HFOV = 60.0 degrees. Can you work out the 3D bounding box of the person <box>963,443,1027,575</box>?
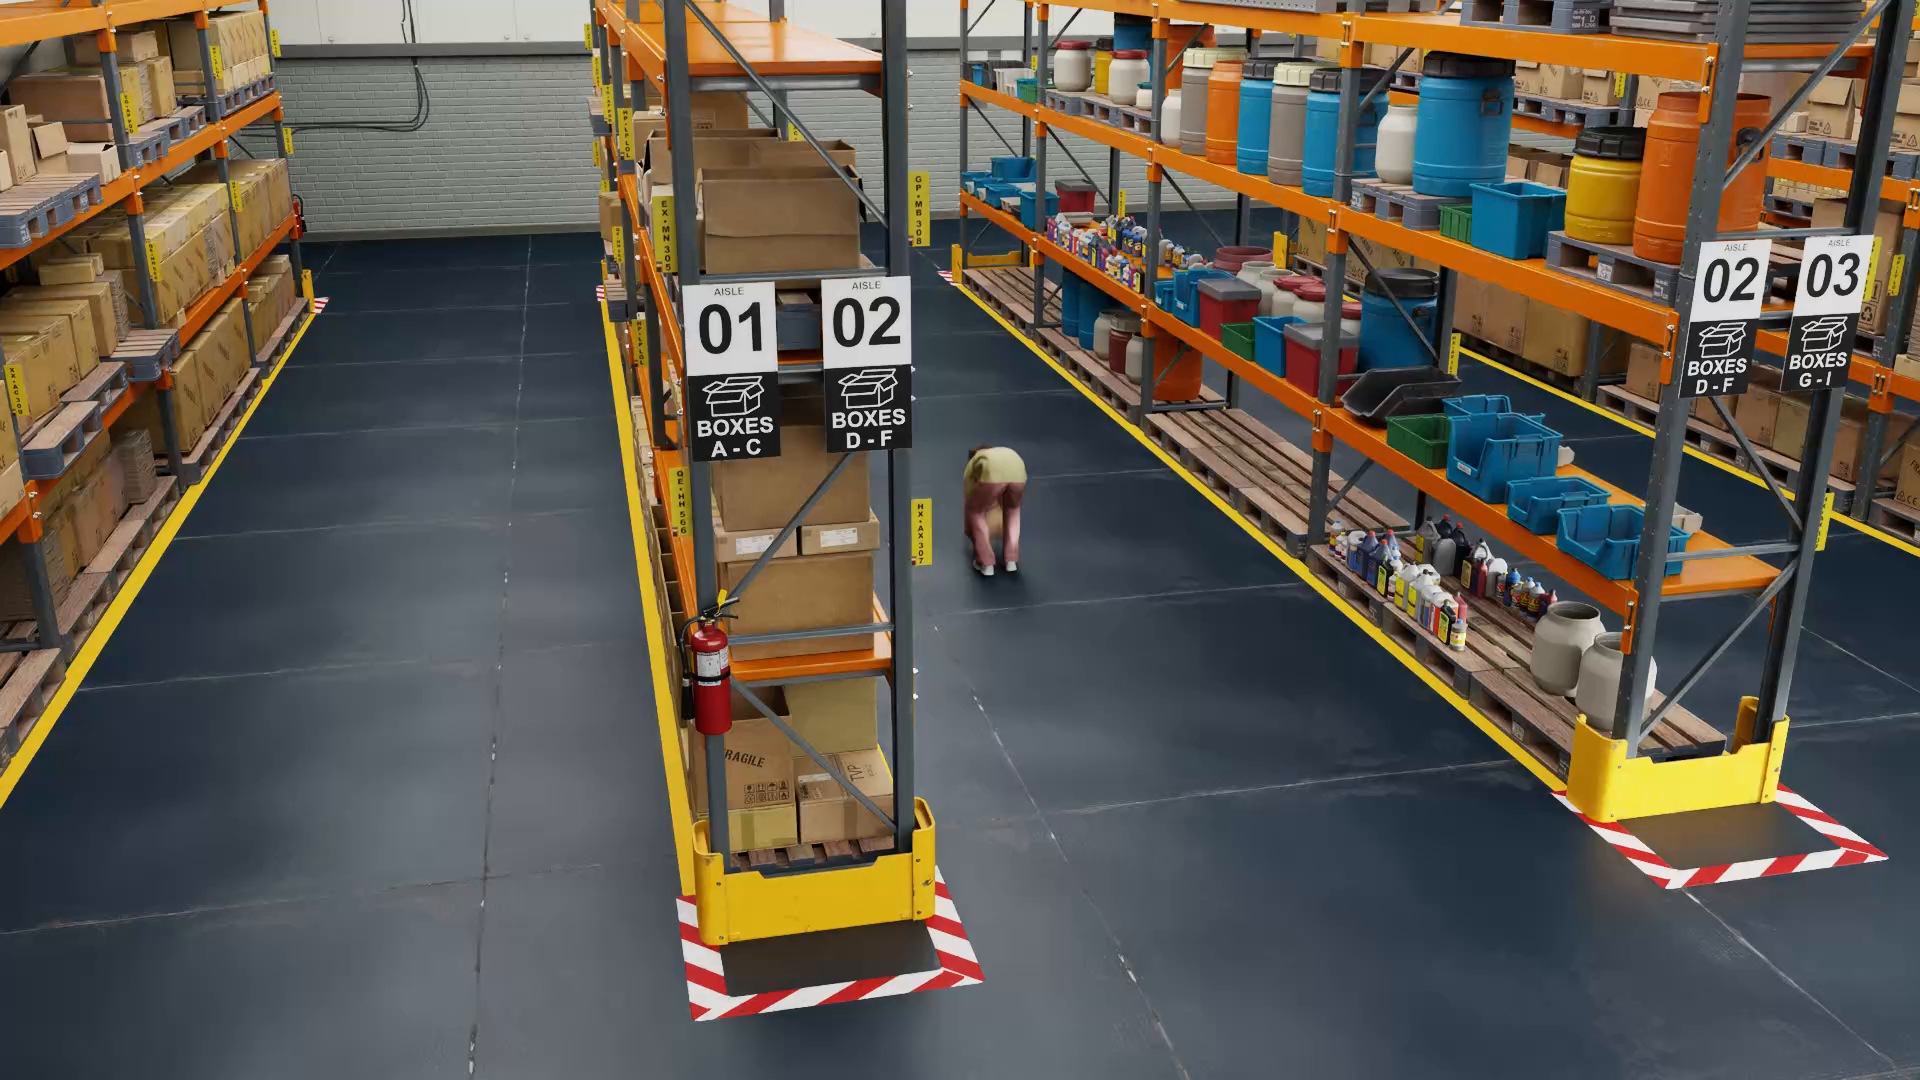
[{"bbox_3d":[0.242,-0.259,12.923,0.447,0.915,0.860,-5,20,-15],"label":"person"}]
